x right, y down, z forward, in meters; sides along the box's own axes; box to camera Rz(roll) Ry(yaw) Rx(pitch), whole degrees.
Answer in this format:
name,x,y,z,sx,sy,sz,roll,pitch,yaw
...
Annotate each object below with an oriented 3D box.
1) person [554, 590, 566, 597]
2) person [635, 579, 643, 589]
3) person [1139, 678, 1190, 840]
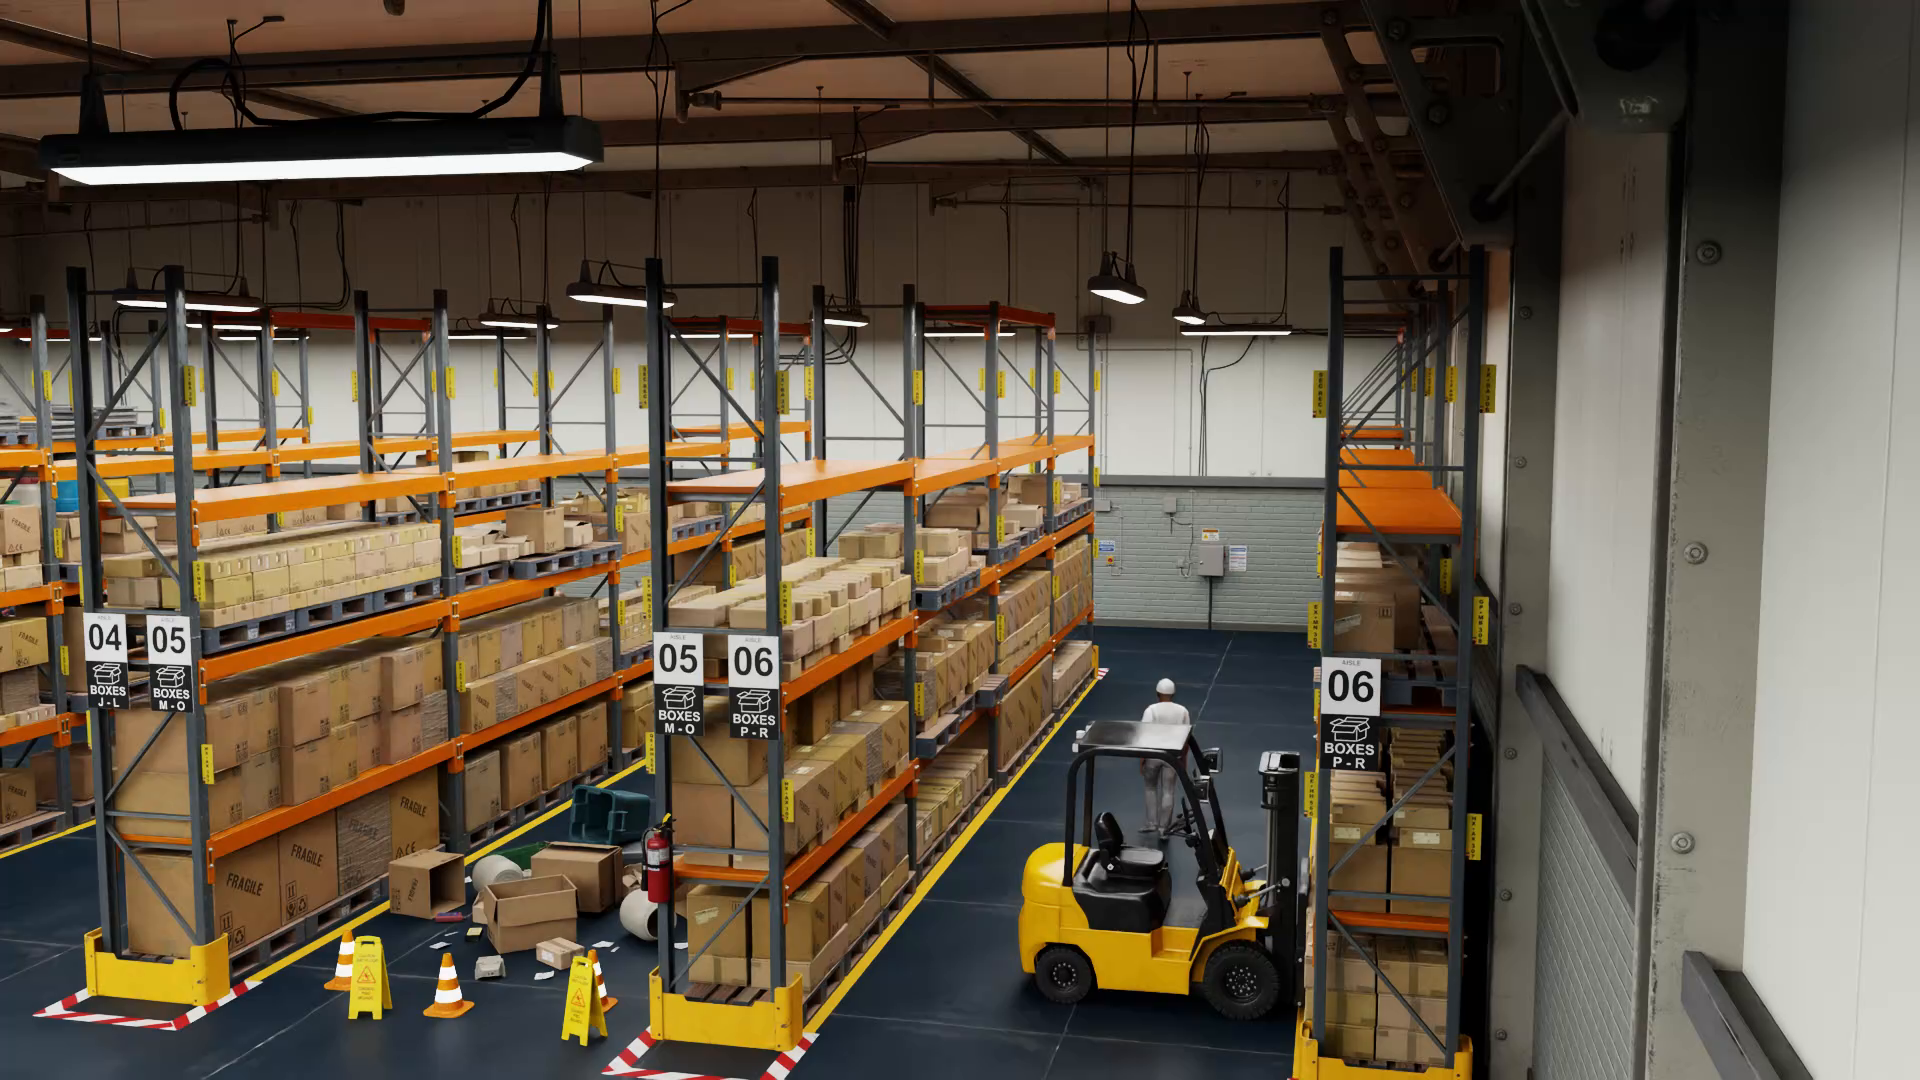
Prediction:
name,x,y,z,sx,sy,sz,roll,pitch,yaw
person,-6.238,1.676,25.798,0.621,1.775,0.569,4,7,35
person,-5.451,1.472,28.194,0.474,1.630,0.981,2,6,18
person,2.275,2.444,18.487,0.580,1.806,0.604,0,6,3
